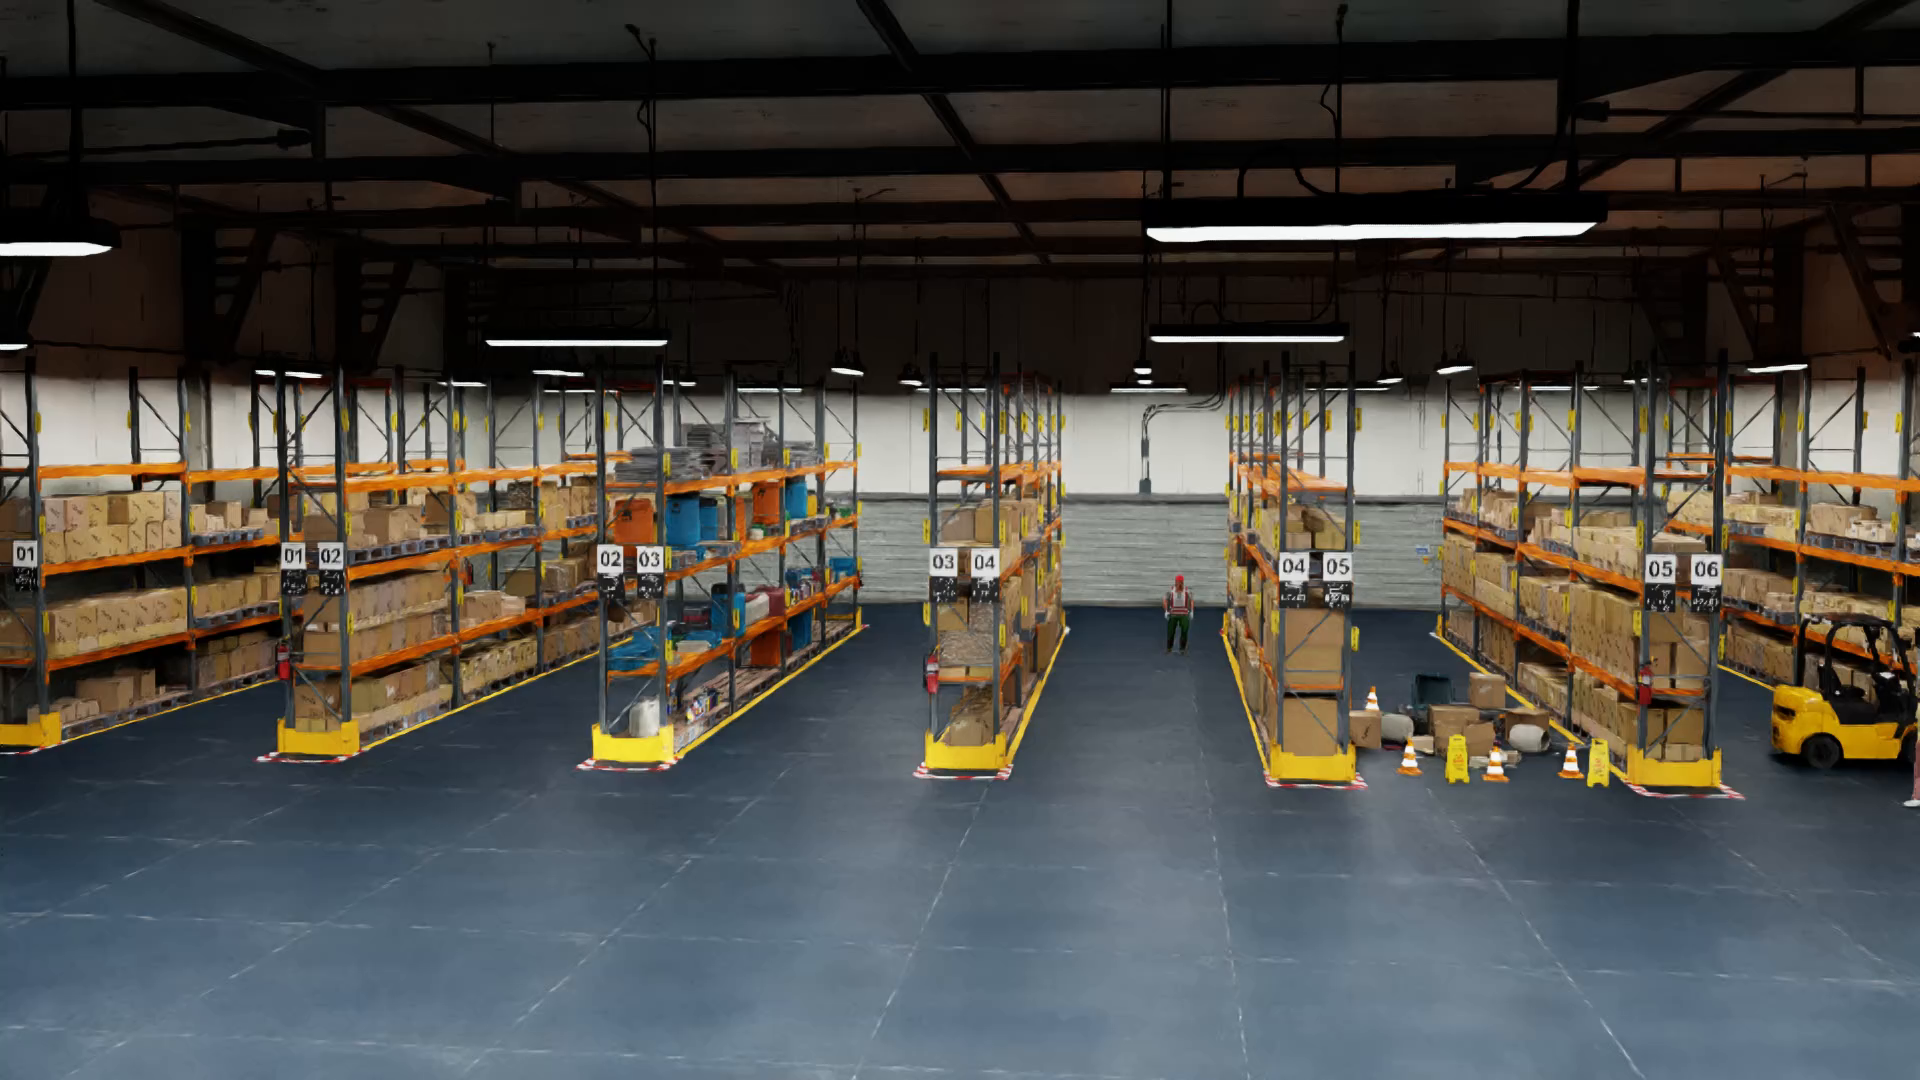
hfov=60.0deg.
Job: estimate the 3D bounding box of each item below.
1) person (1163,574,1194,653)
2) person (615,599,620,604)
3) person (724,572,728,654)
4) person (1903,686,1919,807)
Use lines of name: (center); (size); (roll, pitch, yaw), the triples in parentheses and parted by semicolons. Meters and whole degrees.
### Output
person: (4.721, 1.601, 35.918); (0.678, 1.741, 0.546); (0, 4, 5)
person: (-8.883, 1.165, 42.469); (0.555, 1.647, 0.697); (4, 5, 42)
person: (-4.977, 1.558, 36.105); (0.591, 1.740, 0.651); (2, 5, 29)
person: (12.670, 2.644, 21.642); (0.702, 1.664, 0.481); (-2, 4, -22)
